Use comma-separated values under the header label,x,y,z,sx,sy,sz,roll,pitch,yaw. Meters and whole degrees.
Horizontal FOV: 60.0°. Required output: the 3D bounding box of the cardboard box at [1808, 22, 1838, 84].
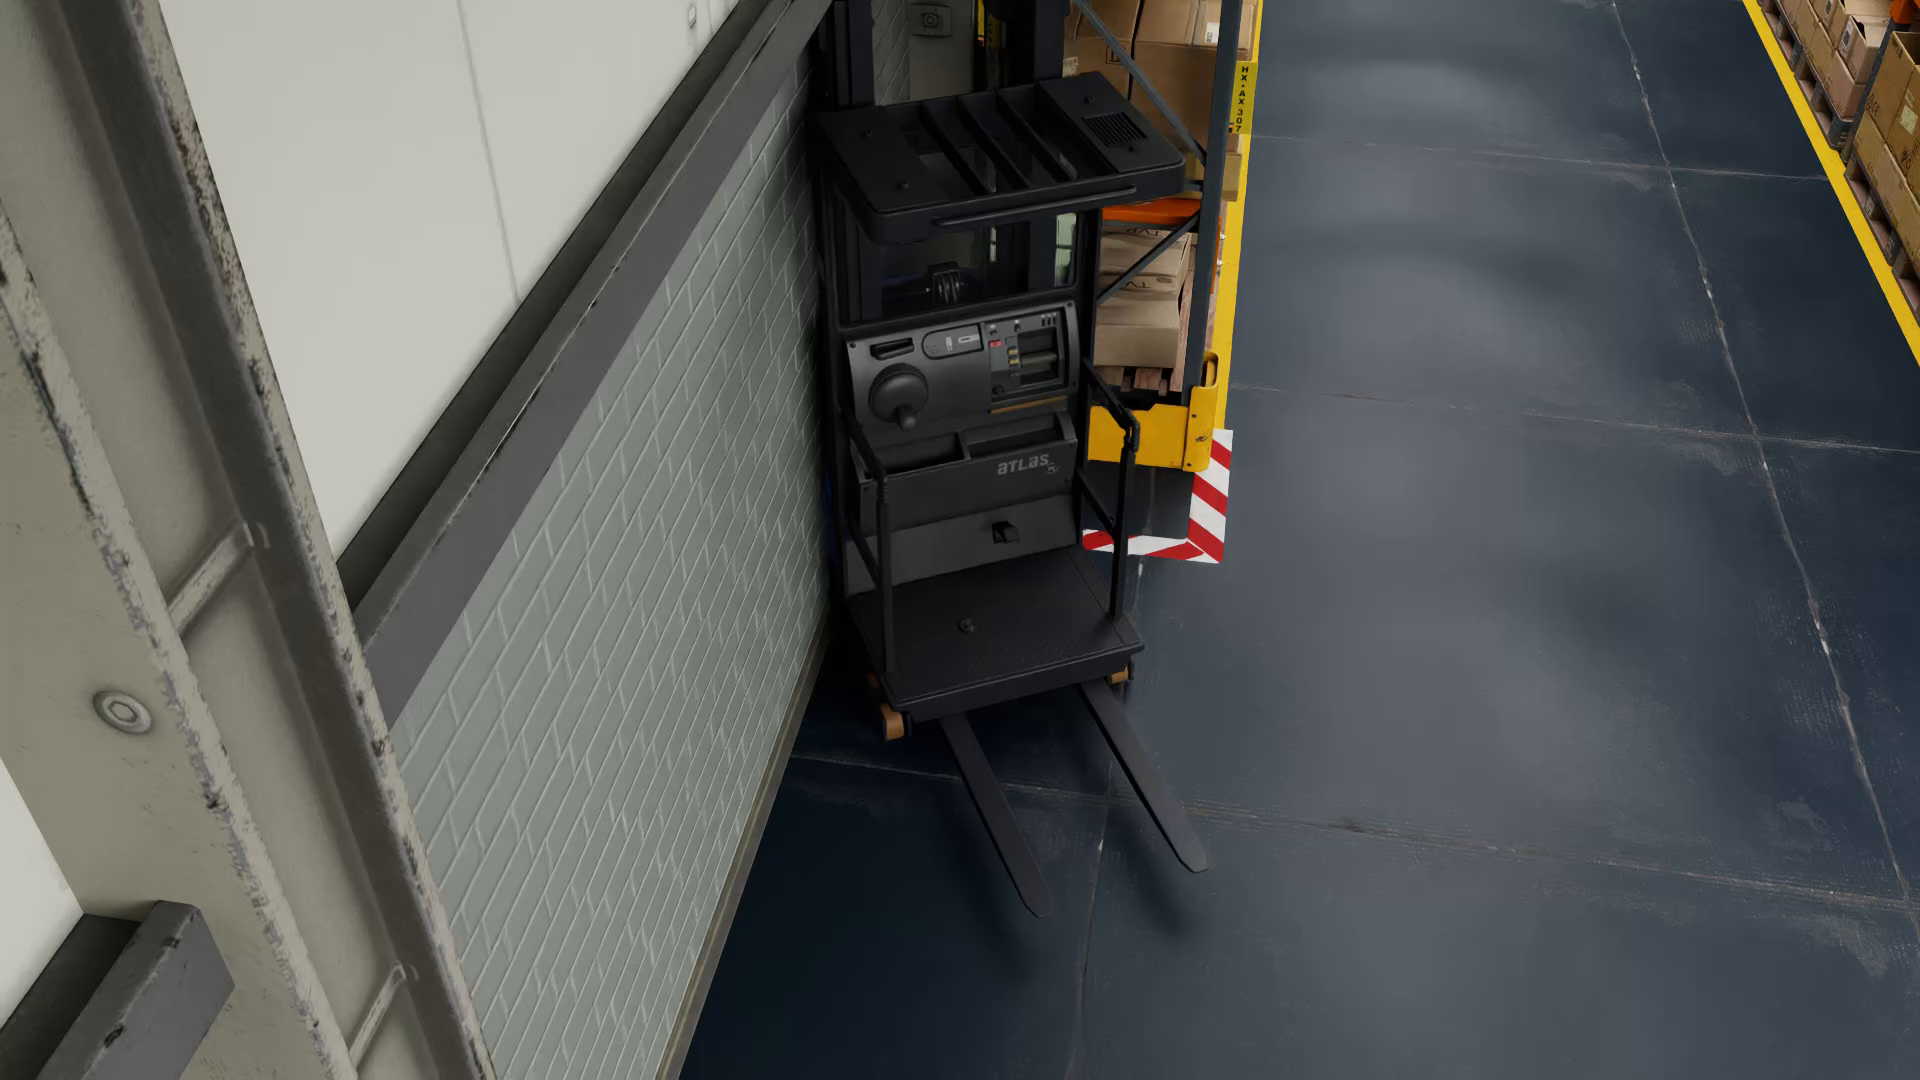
label,x,y,z,sx,sy,sz,roll,pitch,yaw
cardboard box,6.118,-3.290,11.300,0.500,0.250,0.500,6,40,7

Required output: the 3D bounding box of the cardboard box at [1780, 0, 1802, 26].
label,x,y,z,sx,sy,sz,roll,pitch,yaw
cardboard box,6.295,-3.930,12.074,0.500,0.250,0.500,7,40,9

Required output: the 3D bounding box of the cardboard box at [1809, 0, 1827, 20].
label,x,y,z,sx,sy,sz,roll,pitch,yaw
cardboard box,6.202,-3.822,11.504,0.500,0.311,0.500,6,40,8

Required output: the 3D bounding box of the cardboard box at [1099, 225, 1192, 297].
label,x,y,z,sx,sy,sz,roll,pitch,yaw
cardboard box,0.977,-1.527,9.104,0.500,0.311,0.500,10,41,11

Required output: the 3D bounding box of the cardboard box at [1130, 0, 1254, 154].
label,x,y,z,sx,sy,sz,roll,pitch,yaw
cardboard box,1.049,-2.117,7.567,0.500,0.500,0.500,6,40,8

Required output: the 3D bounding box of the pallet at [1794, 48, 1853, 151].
label,x,y,z,sx,sy,sz,roll,pitch,yaw
pallet,6.331,-2.970,11.273,1.003,0.211,1.213,6,40,8

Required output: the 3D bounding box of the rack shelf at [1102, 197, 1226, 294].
label,x,y,z,sx,sy,sz,roll,pitch,yaw
rack shelf,1.016,-2.589,9.189,1.077,0.370,4.000,6,40,8

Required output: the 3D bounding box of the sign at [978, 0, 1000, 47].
label,x,y,z,sx,sy,sz,roll,pitch,yaw
sign,0.127,-2.253,7.062,0.100,0.325,0.005,6,40,8

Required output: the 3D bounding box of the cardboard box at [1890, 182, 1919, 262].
label,x,y,z,sx,sy,sz,roll,pitch,yaw
cardboard box,5.680,-1.796,9.493,0.500,0.250,0.500,6,40,8

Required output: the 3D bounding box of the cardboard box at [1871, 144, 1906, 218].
label,x,y,z,sx,sy,sz,roll,pitch,yaw
cardboard box,5.772,-2.109,9.872,0.500,0.250,0.500,6,40,8

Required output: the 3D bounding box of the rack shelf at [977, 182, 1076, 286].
label,x,y,z,sx,sy,sz,roll,pitch,yaw
rack shelf,0.295,-1.235,7.288,0.431,0.370,0.720,4,37,0

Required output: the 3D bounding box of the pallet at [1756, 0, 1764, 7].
label,x,y,z,sx,sy,sz,roll,pitch,yaw
pallet,6.753,-4.501,13.126,1.003,0.211,1.213,6,40,8

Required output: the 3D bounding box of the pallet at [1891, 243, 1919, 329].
label,x,y,z,sx,sy,sz,roll,pitch,yaw
pallet,5.854,-1.241,9.182,1.003,0.211,1.213,6,40,8

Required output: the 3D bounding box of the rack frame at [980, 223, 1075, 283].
label,x,y,z,sx,sy,sz,roll,pitch,yaw
rack frame,0.260,-0.704,7.233,0.400,1.500,0.023,4,37,0

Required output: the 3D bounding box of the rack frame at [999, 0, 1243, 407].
label,x,y,z,sx,sy,sz,roll,pitch,yaw
rack frame,0.670,-1.612,7.442,1.000,3.000,0.127,6,40,8

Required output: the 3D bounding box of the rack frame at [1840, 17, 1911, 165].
label,x,y,z,sx,sy,sz,roll,pitch,yaw
rack frame,6.242,-3.578,9.820,1.000,3.000,0.127,6,40,8

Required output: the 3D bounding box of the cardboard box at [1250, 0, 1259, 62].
label,x,y,z,sx,sy,sz,roll,pitch,yaw
cardboard box,1.240,-2.750,8.332,0.500,0.500,0.500,5,40,6

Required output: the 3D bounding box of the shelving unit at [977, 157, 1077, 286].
label,x,y,z,sx,sy,sz,roll,pitch,yaw
shelving unit,0.276,-0.925,7.525,0.431,1.500,0.755,4,37,0

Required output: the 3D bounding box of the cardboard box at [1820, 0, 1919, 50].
label,x,y,z,sx,sy,sz,roll,pitch,yaw
cardboard box,6.114,-3.509,11.125,0.500,0.311,0.500,7,40,9

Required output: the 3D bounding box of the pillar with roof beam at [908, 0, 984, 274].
label,x,y,z,sx,sy,sz,roll,pitch,yaw
pillar with roof beam,4.179,-3.984,5.603,9.100,9.000,0.400,6,40,8

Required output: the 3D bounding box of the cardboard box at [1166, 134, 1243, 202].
label,x,y,z,sx,sy,sz,roll,pitch,yaw
cardboard box,1.067,-1.833,7.811,0.500,0.250,0.500,5,40,6

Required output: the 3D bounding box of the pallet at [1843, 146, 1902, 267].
label,x,y,z,sx,sy,sz,roll,pitch,yaw
pallet,6.063,-2.009,10.111,1.003,0.211,1.213,6,40,8

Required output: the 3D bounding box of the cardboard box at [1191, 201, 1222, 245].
label,x,y,z,sx,sy,sz,roll,pitch,yaw
cardboard box,1.153,-2.055,9.594,0.700,0.500,0.500,4,40,5

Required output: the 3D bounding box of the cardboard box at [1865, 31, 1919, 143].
label,x,y,z,sx,sy,sz,roll,pitch,yaw
cardboard box,5.853,-2.713,10.014,0.500,0.500,0.500,6,40,8

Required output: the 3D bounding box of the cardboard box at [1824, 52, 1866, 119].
label,x,y,z,sx,sy,sz,roll,pitch,yaw
cardboard box,6.028,-2.972,10.916,0.500,0.250,0.500,6,40,7

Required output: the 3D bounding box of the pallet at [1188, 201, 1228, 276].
label,x,y,z,sx,sy,sz,roll,pitch,yaw
pallet,1.072,-1.854,9.923,1.003,0.211,1.213,6,40,8

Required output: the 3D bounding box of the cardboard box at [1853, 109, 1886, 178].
label,x,y,z,sx,sy,sz,roll,pitch,yaw
cardboard box,5.863,-2.423,10.251,0.500,0.250,0.500,6,40,8

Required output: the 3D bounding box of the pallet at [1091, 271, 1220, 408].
label,x,y,z,sx,sy,sz,roll,pitch,yaw
pallet,0.859,-1.090,9.000,1.003,0.211,1.213,6,40,8

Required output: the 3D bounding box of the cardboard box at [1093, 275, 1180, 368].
label,x,y,z,sx,sy,sz,roll,pitch,yaw
cardboard box,0.879,-1.169,8.672,0.500,0.311,0.500,2,40,3

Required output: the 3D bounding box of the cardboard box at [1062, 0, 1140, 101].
label,x,y,z,sx,sy,sz,roll,pitch,yaw
cardboard box,0.542,-2.170,7.631,0.500,0.500,0.500,6,40,7

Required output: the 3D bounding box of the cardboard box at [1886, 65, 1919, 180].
label,x,y,z,sx,sy,sz,roll,pitch,yaw
cardboard box,5.775,-2.398,9.633,0.500,0.500,0.500,6,40,8

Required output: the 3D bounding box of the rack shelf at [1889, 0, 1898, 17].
label,x,y,z,sx,sy,sz,roll,pitch,yaw
rack shelf,6.588,-4.556,11.568,1.077,0.370,4.000,6,40,8

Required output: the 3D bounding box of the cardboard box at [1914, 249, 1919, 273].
label,x,y,z,sx,sy,sz,roll,pitch,yaw
cardboard box,5.599,-1.482,9.113,0.500,0.250,0.500,6,40,8

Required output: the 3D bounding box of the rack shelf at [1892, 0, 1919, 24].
label,x,y,z,sx,sy,sz,roll,pitch,yaw
rack shelf,5.896,-2.046,8.531,1.077,0.370,4.000,6,40,8

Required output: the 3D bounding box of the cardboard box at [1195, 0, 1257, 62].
label,x,y,z,sx,sy,sz,roll,pitch,yaw
cardboard box,1.144,-2.426,7.941,0.500,0.500,0.500,7,40,8

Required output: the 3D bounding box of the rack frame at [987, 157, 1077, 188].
label,x,y,z,sx,sy,sz,roll,pitch,yaw
rack frame,0.292,-1.146,7.816,0.400,1.500,0.023,4,37,0

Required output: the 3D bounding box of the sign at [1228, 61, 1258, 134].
label,x,y,z,sx,sy,sz,roll,pitch,yaw
sign,1.205,-1.885,7.094,0.100,0.325,0.005,6,40,8

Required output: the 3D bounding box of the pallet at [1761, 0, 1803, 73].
label,x,y,z,sx,sy,sz,roll,pitch,yaw
pallet,6.540,-3.738,12.202,1.003,0.211,1.213,6,40,8

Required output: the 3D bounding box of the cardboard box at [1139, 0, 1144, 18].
label,x,y,z,sx,sy,sz,roll,pitch,yaw
cardboard box,0.639,-2.485,8.011,0.500,0.500,0.500,7,40,8

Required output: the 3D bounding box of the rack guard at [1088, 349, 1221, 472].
label,x,y,z,sx,sy,sz,roll,pitch,yaw
rack guard,0.683,-0.696,8.296,1.175,0.500,0.348,6,40,8

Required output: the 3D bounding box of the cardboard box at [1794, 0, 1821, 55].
label,x,y,z,sx,sy,sz,roll,pitch,yaw
cardboard box,6.206,-3.611,11.688,0.500,0.250,0.500,7,40,9

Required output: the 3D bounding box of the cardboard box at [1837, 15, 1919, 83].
label,x,y,z,sx,sy,sz,roll,pitch,yaw
cardboard box,6.030,-3.182,10.730,0.500,0.311,0.500,6,40,8

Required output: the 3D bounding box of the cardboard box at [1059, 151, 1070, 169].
label,x,y,z,sx,sy,sz,roll,pitch,yaw
cardboard box,0.560,-1.876,7.864,0.500,0.250,0.500,7,40,8

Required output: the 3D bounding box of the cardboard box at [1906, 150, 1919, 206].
label,x,y,z,sx,sy,sz,roll,pitch,yaw
cardboard box,5.681,-2.085,9.254,0.500,0.500,0.500,6,40,8

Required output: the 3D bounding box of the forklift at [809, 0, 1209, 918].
label,x,y,z,sx,sy,sz,roll,pitch,yaw
forklift,0.092,-0.602,6.275,1.130,2.935,3.031,-13,41,-15
